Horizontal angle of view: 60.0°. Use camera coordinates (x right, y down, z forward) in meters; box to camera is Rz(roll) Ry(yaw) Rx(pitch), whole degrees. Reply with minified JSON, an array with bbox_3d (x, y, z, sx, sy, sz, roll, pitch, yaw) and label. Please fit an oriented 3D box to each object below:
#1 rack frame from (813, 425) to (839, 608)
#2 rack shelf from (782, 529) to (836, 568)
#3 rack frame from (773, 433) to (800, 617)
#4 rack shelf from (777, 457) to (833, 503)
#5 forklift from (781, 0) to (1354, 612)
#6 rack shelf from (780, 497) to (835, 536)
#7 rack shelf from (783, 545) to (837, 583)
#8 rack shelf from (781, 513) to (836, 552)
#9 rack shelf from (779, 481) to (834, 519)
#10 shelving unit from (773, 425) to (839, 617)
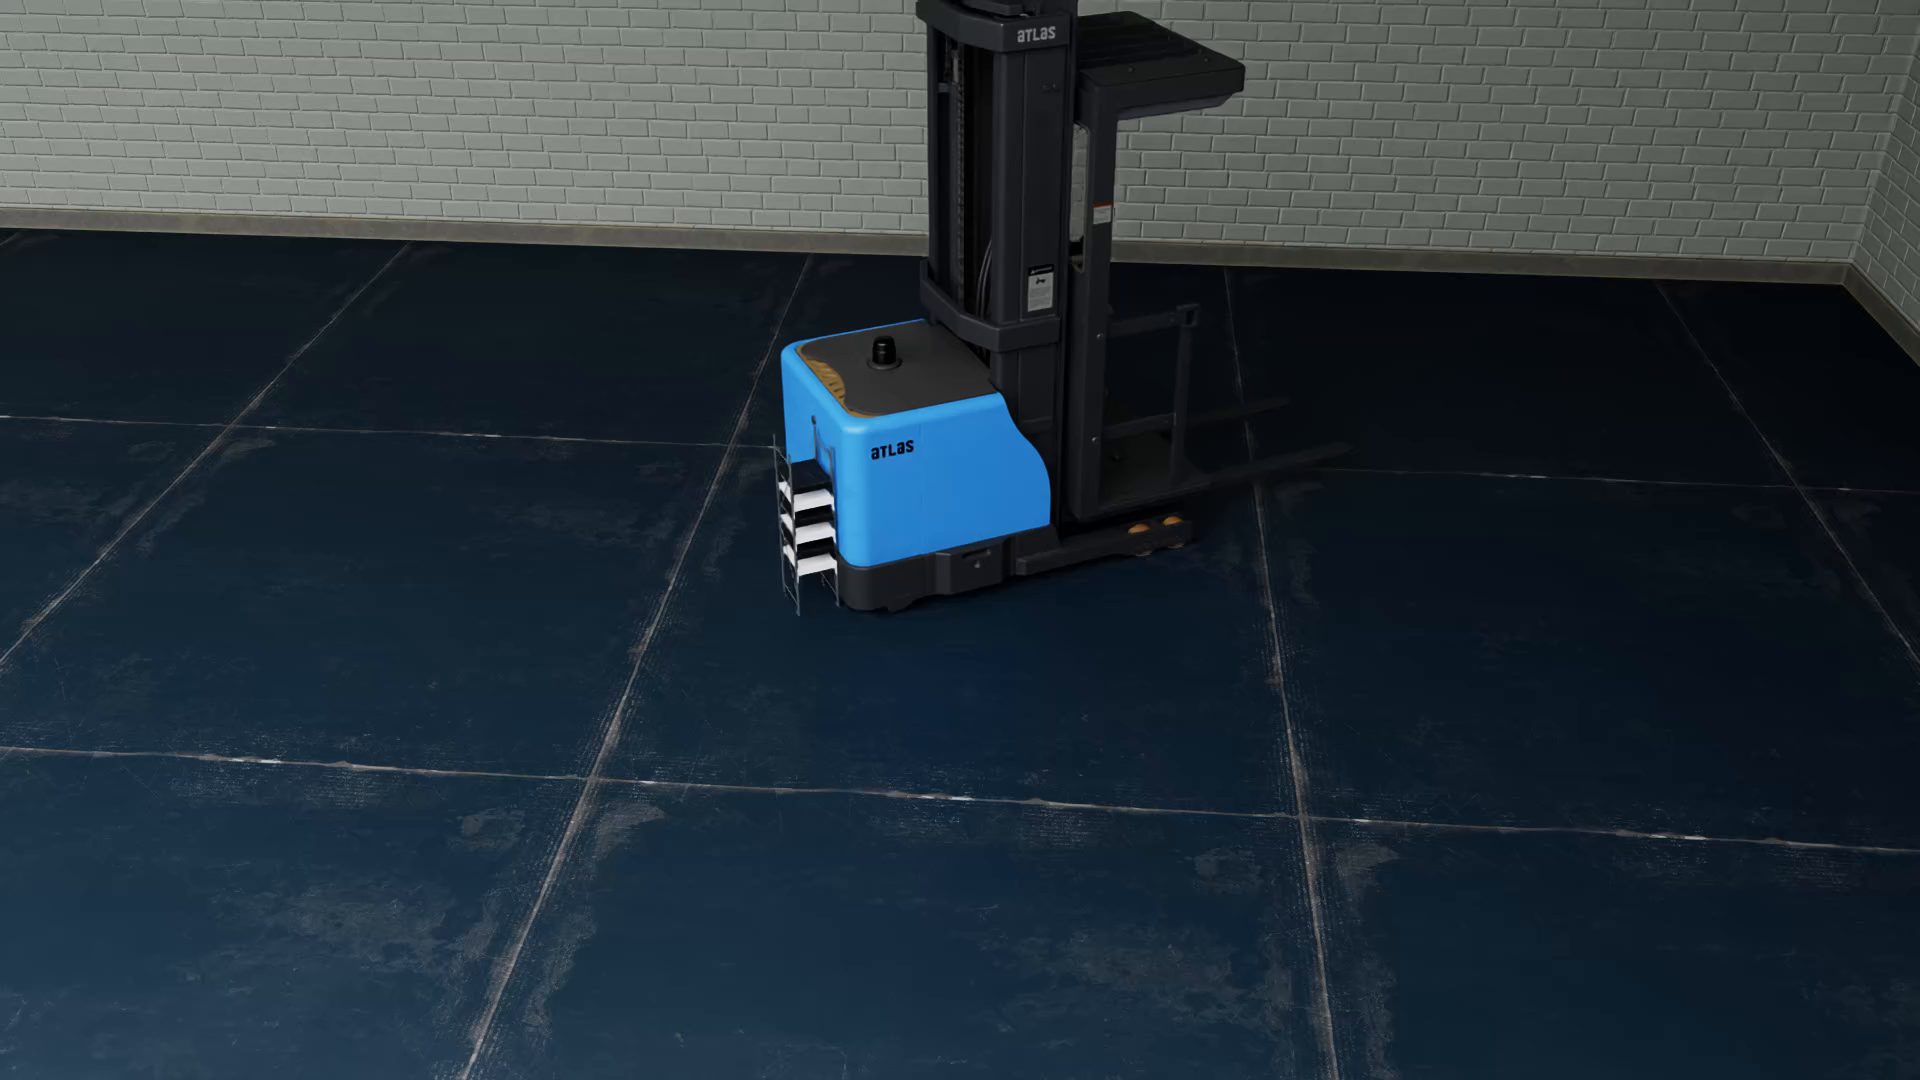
[{"bbox_3d":[-0.647,-0.107,8.065,0.006,0.900,0.240,-13,34,-20],"label":"rack frame"},{"bbox_3d":[-0.740,0.020,8.095,0.200,0.077,0.258,-13,34,-20],"label":"rack shelf"},{"bbox_3d":[-0.833,-0.063,7.995,0.006,0.900,0.240,-13,34,-20],"label":"rack frame"},{"bbox_3d":[-0.740,-0.287,7.906,0.200,0.077,0.258,-13,34,-20],"label":"rack shelf"},{"bbox_3d":[0.654,-1.401,8.229,3.031,2.935,1.130,-13,34,-20],"label":"forklift"},{"bbox_3d":[-0.740,-0.133,8.001,0.200,0.077,0.258,-13,34,-20],"label":"rack shelf"},{"bbox_3d":[-0.740,0.097,8.142,0.200,0.077,0.258,-13,34,-20],"label":"rack shelf"},{"bbox_3d":[-0.740,-0.057,8.048,0.200,0.077,0.258,-13,34,-20],"label":"rack shelf"},{"bbox_3d":[-0.740,-0.210,7.953,0.200,0.077,0.258,-13,34,-20],"label":"rack shelf"},{"bbox_3d":[-0.740,-0.085,8.030,0.210,0.900,0.258,-13,34,-20],"label":"shelving unit"}]
